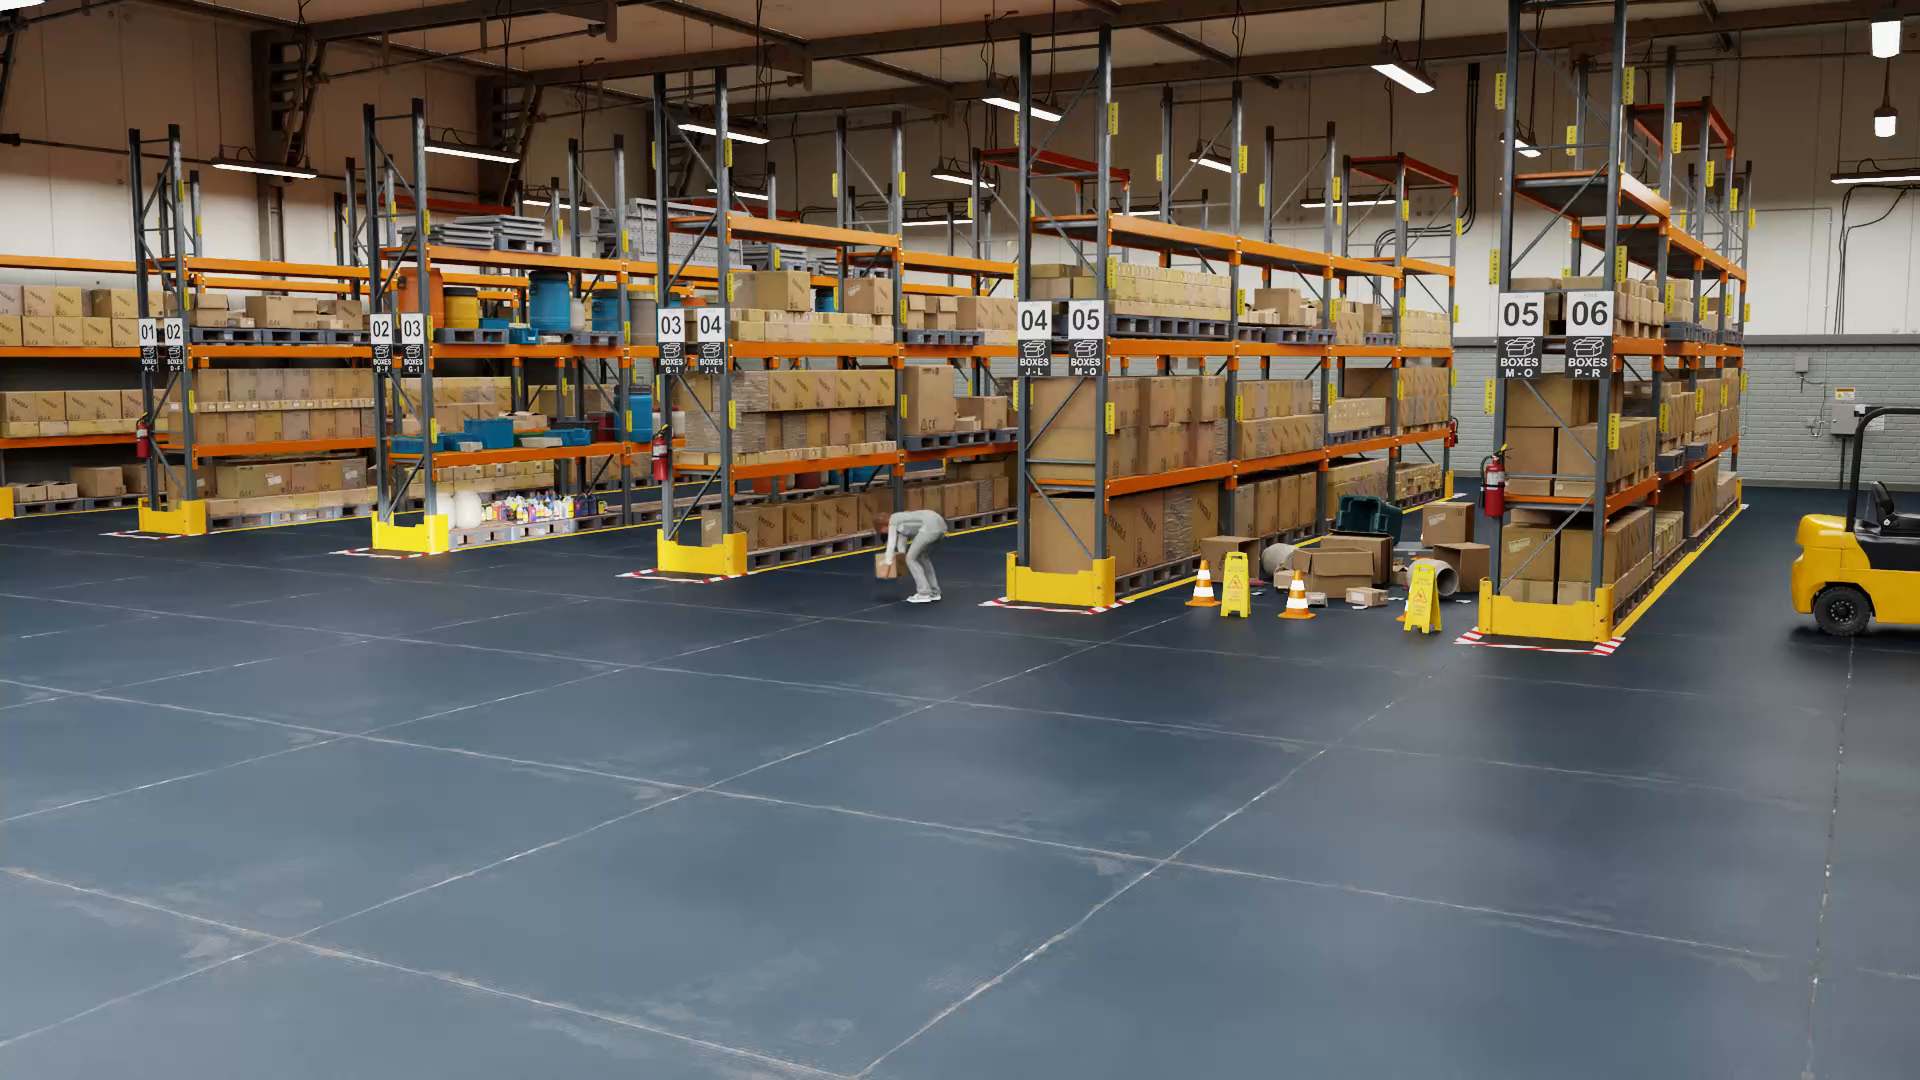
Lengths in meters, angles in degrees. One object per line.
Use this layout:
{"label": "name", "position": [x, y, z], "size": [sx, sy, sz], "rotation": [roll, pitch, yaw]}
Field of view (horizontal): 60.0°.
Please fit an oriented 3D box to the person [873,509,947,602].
{"label": "person", "position": [-0.552, 0.179, 17.921], "size": [0.872, 0.951, 0.399], "rotation": [3, 7, 26]}
